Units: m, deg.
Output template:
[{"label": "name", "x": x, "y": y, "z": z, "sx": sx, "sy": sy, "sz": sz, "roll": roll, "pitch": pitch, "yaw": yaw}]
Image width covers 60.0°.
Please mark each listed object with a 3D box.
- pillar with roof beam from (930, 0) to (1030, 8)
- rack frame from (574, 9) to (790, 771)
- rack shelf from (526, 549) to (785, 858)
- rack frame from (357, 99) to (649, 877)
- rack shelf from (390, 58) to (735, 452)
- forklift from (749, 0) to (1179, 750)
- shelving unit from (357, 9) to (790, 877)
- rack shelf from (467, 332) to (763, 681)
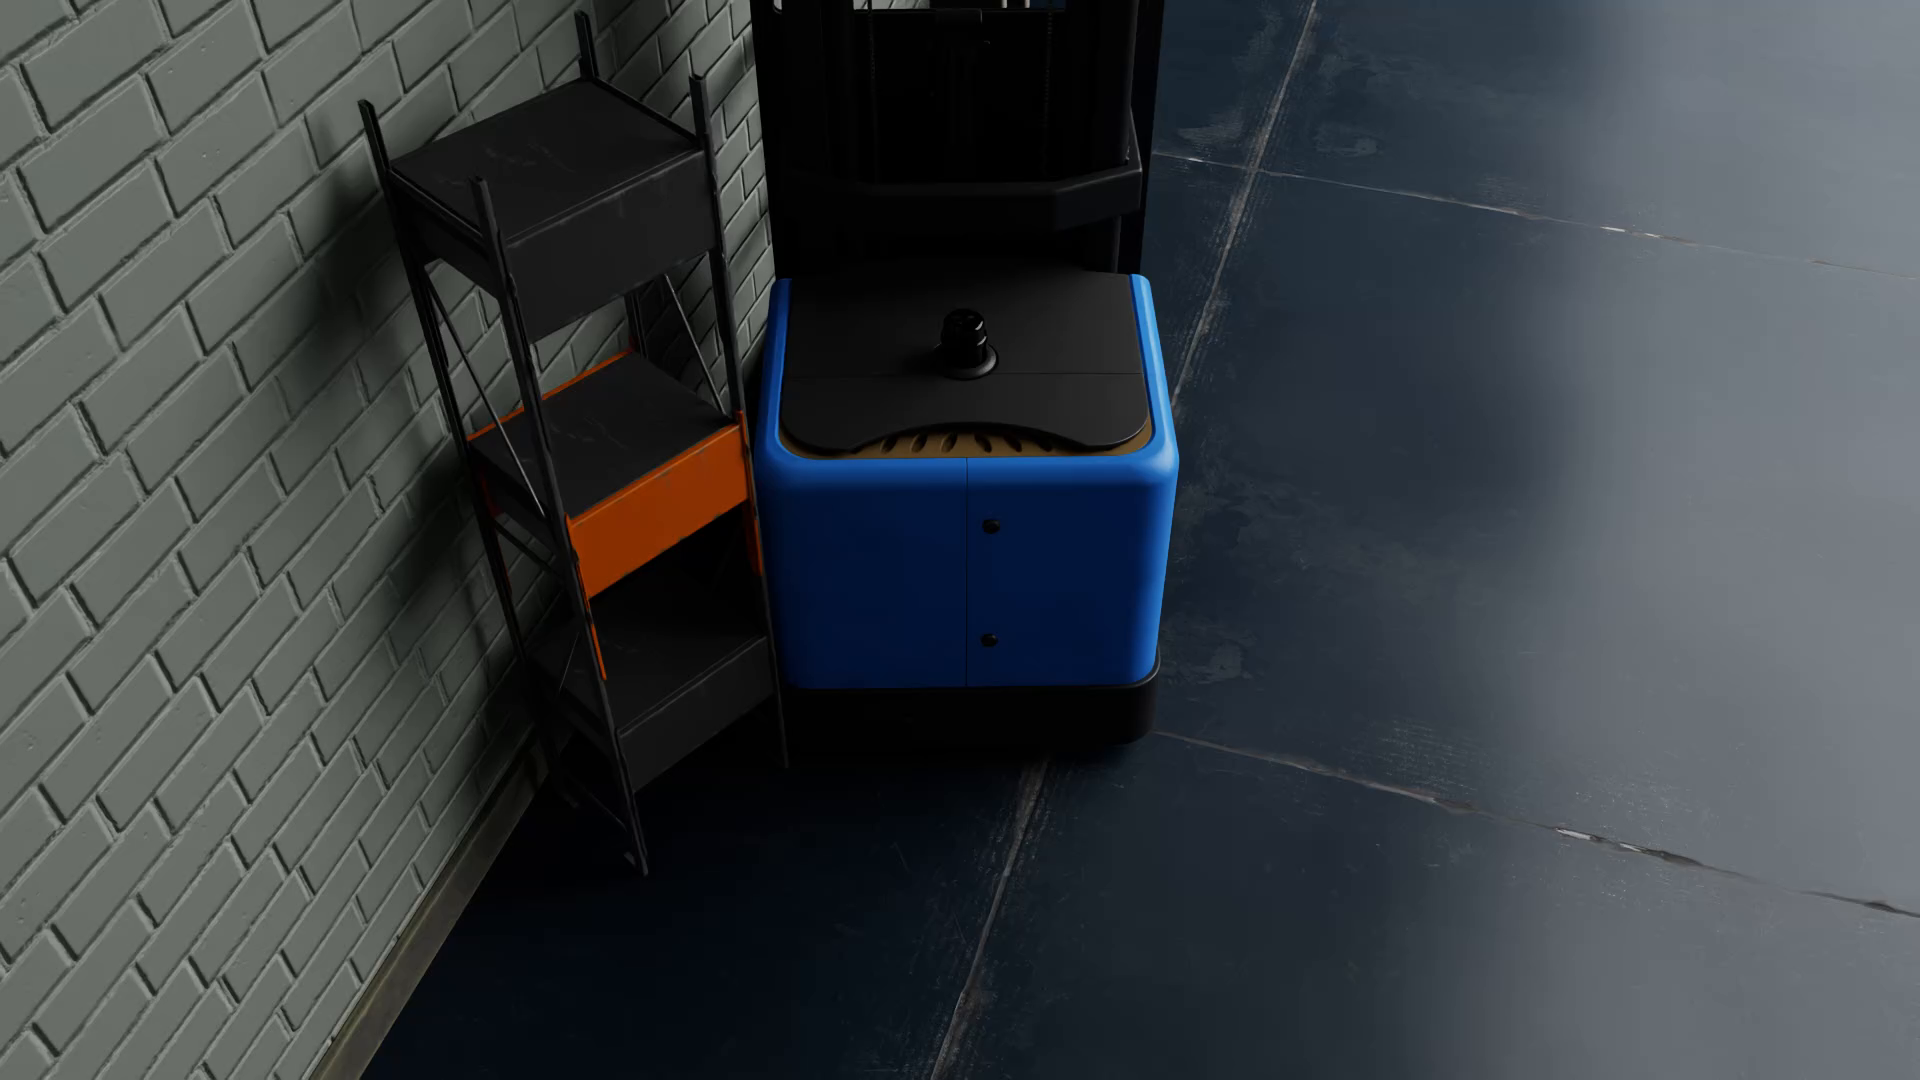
[{"label": "pillar with roof beam", "x": 4.182, "y": -4.069, "z": 2.974, "sx": 9.100, "sy": 9.000, "sz": 0.400, "roll": 13, "pitch": 46, "yaw": 13}, {"label": "rack frame", "x": -0.622, "y": -0.213, "z": 3.964, "sx": 0.400, "sy": 2.100, "sz": 0.015, "roll": 35, "pitch": 54, "yaw": 30}, {"label": "rack shelf", "x": -0.792, "y": 0.417, "z": 4.341, "sx": 0.431, "sy": 0.518, "sz": 0.480, "roll": 35, "pitch": 54, "yaw": 30}, {"label": "rack frame", "x": -0.965, "y": 0.031, "z": 3.717, "sx": 0.400, "sy": 2.100, "sz": 0.015, "roll": 35, "pitch": 54, "yaw": 30}, {"label": "rack shelf", "x": -0.796, "y": -0.580, "z": 3.359, "sx": 0.431, "sy": 0.518, "sz": 0.480, "roll": 35, "pitch": 54, "yaw": 30}, {"label": "forklift", "x": -0.012, "y": -1.485, "z": 4.672, "sx": 1.130, "sy": 2.935, "sz": 3.031, "roll": -1, "pitch": 44, "yaw": -1}, {"label": "shelving unit", "x": -0.794, "y": -0.091, "z": 3.840, "sx": 0.431, "sy": 2.100, "sz": 0.503, "roll": 35, "pitch": 54, "yaw": 30}, {"label": "rack shelf", "x": -0.794, "y": -0.081, "z": 3.850, "sx": 0.431, "sy": 0.518, "sz": 0.480, "roll": 35, "pitch": 54, "yaw": 30}]
